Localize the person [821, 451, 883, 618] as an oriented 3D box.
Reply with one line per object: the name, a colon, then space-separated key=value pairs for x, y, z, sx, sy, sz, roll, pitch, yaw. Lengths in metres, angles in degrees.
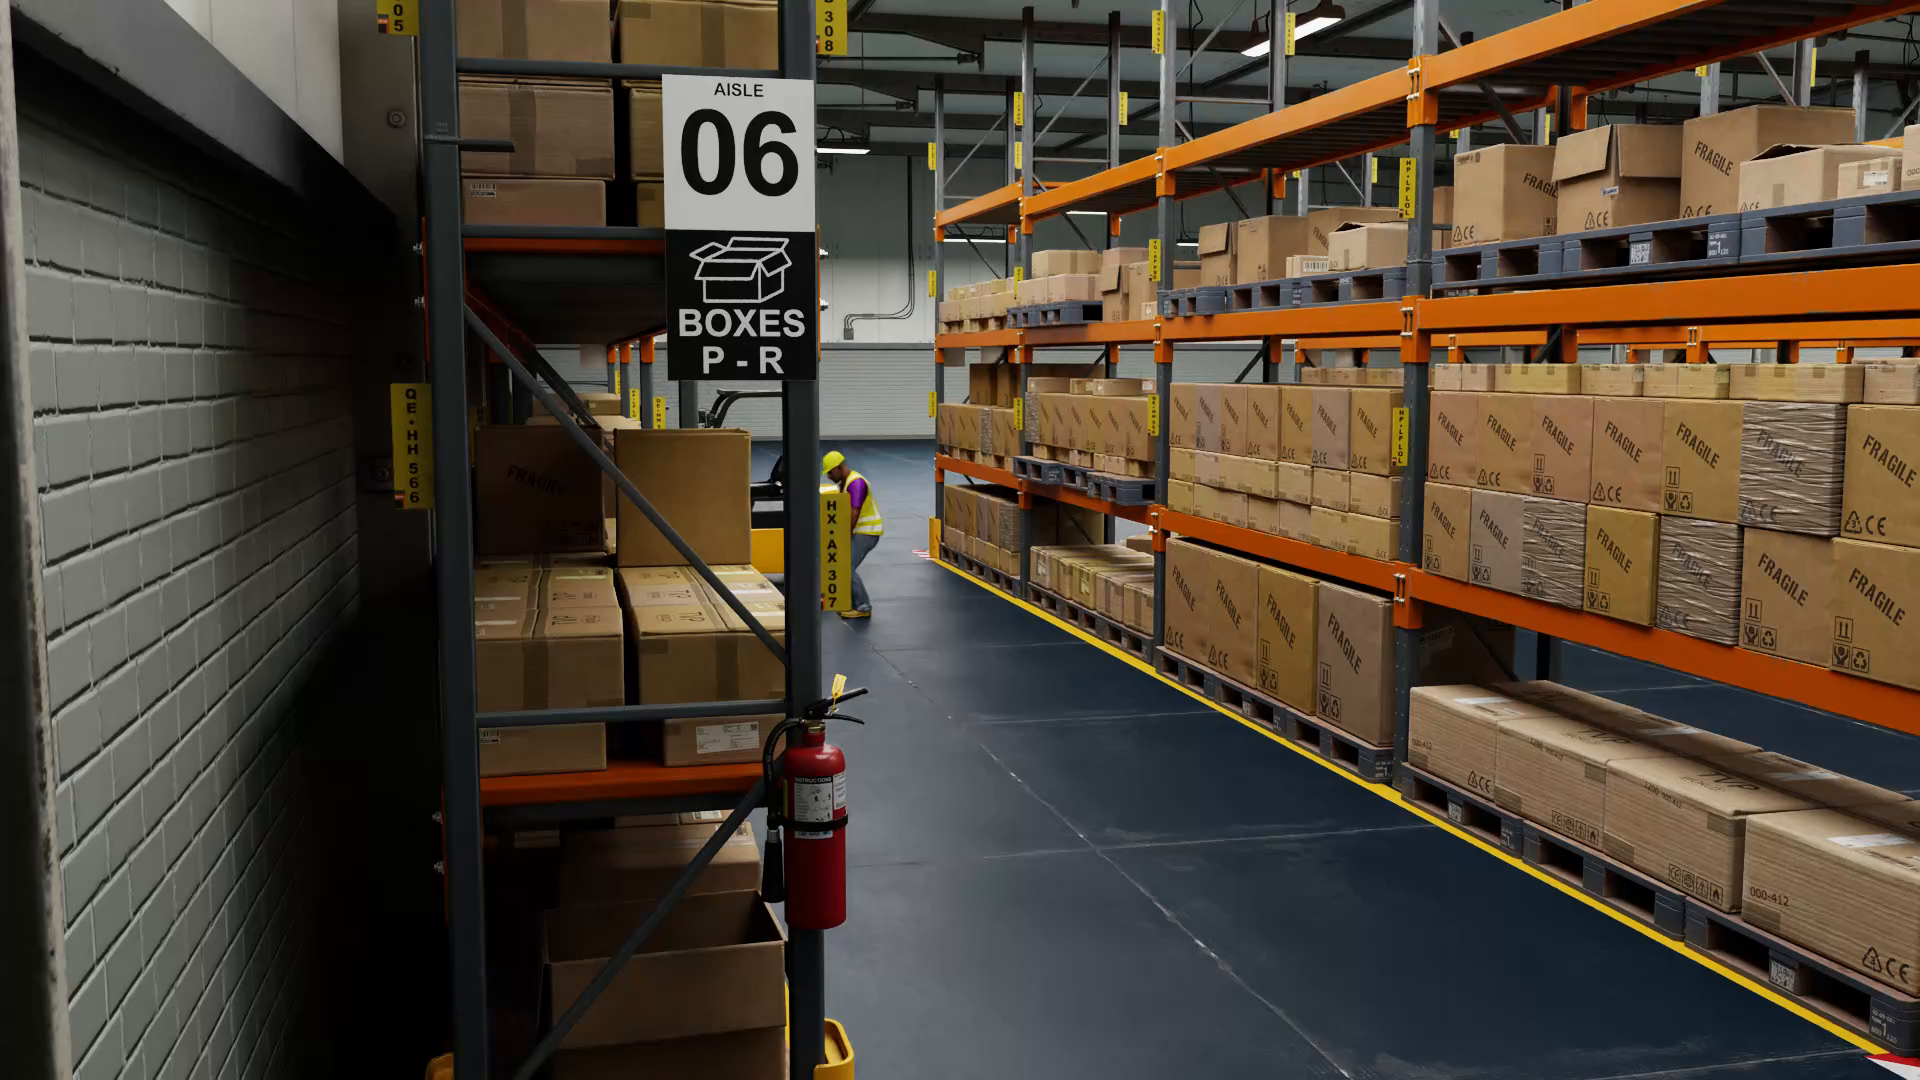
person: x=-1.050 y=-0.058 z=16.123 sx=0.597 sy=1.613 sz=0.616 roll=-1 pitch=6 yaw=-13
